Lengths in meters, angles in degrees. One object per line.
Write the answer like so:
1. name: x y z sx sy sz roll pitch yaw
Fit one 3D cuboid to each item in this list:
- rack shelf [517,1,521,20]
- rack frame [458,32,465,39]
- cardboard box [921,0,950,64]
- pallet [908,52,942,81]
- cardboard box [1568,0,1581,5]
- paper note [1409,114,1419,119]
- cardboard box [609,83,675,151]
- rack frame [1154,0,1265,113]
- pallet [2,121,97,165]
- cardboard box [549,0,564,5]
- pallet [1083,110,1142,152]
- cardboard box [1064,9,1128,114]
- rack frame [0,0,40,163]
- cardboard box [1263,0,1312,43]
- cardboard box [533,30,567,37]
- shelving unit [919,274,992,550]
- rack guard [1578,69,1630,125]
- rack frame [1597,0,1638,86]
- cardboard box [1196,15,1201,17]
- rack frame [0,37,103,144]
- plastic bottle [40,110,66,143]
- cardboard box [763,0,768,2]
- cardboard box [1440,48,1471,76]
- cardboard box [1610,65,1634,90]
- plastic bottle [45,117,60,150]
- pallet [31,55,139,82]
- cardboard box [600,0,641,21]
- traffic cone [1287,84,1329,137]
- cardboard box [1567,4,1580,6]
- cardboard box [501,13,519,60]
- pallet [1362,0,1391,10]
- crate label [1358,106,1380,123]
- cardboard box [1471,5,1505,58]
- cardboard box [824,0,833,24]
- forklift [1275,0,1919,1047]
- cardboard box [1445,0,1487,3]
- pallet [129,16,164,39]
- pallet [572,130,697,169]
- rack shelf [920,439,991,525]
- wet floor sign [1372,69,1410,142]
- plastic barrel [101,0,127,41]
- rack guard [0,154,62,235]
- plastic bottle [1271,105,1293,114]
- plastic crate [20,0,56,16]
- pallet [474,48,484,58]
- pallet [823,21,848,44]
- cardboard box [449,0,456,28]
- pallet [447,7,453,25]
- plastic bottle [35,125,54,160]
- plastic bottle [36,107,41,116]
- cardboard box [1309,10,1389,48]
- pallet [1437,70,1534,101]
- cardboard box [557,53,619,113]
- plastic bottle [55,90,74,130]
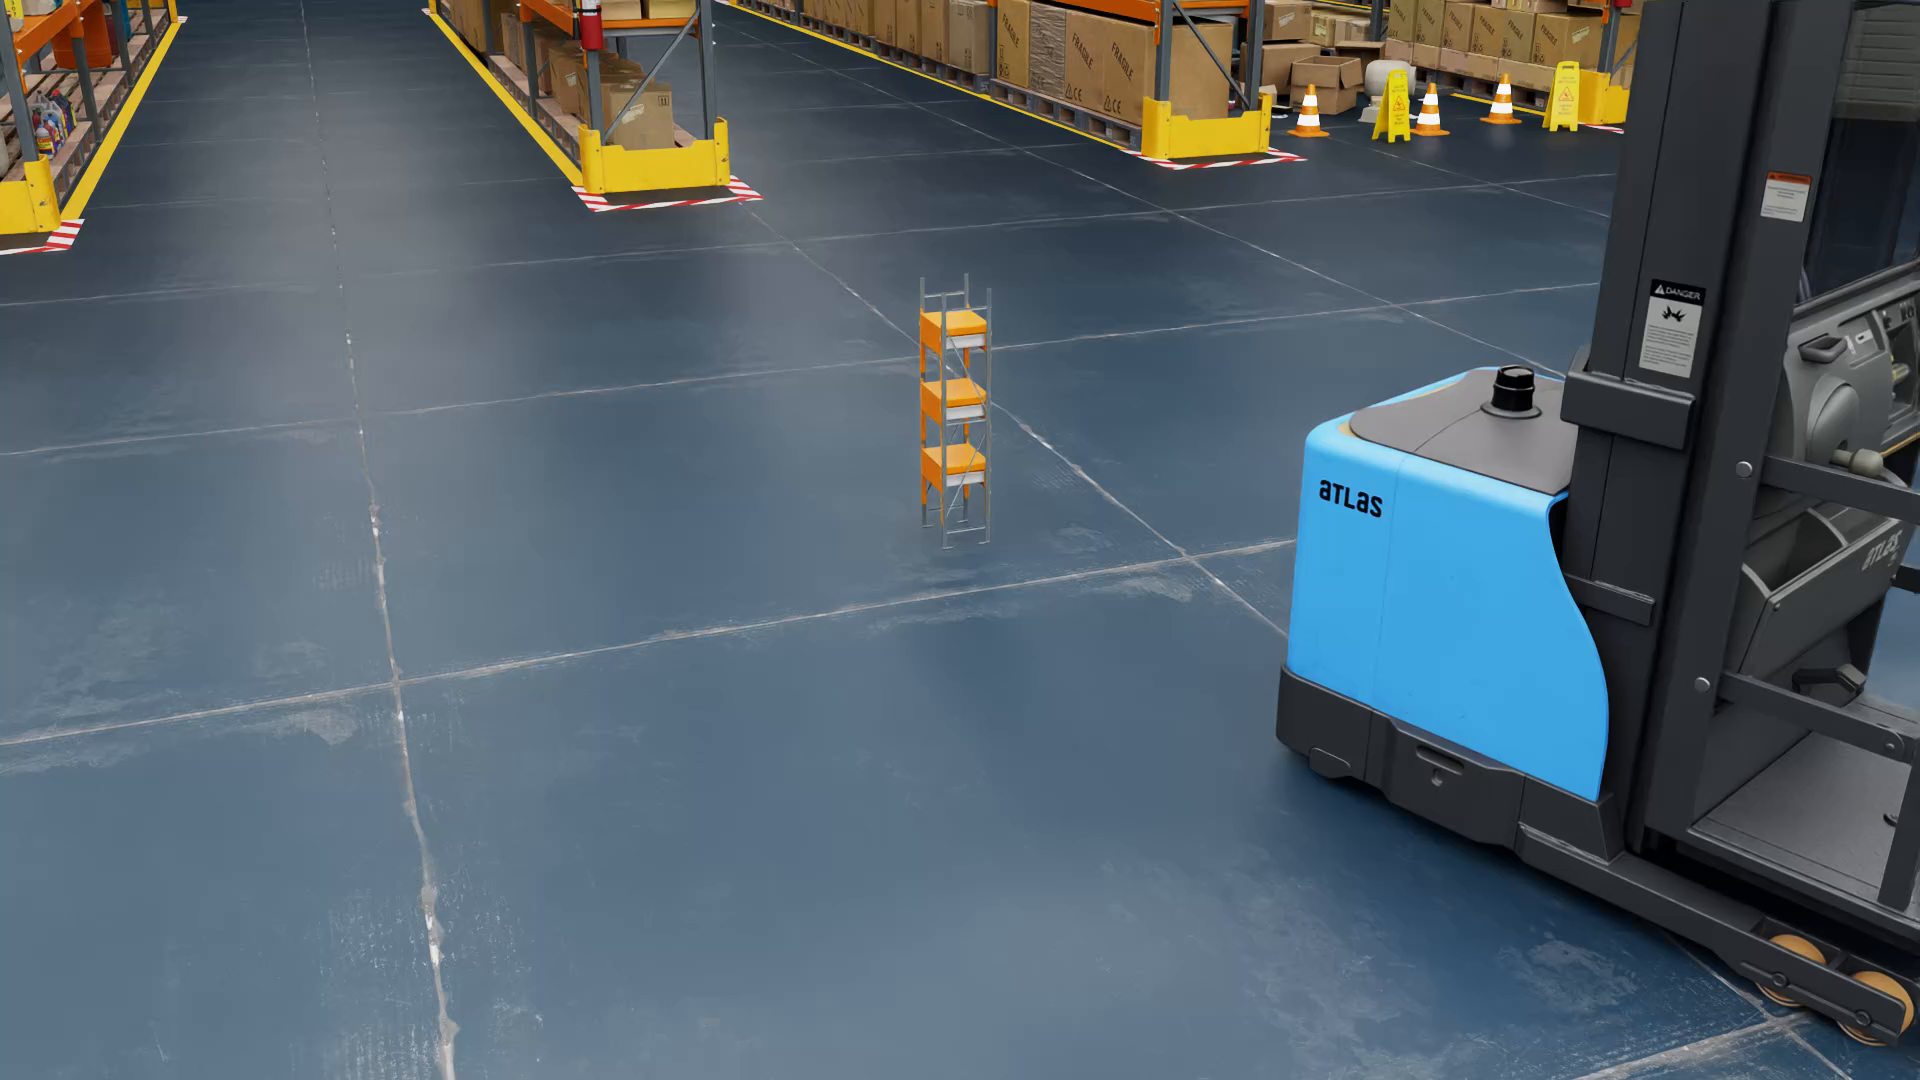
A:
1. rack shelf: -4.579 -6.115 18.323 1.077 0.370 4.000 -8 24 -19
2. rack frame: -6.698 -8.627 23.356 1.000 3.000 0.127 -8 24 -19
3. cardboard box: 0.163 -6.085 19.681 1.050 0.750 0.750 -8 24 -19
4. pallet: 0.026 -5.793 20.223 1.003 0.211 1.213 -8 24 -19
5. cardboard box: 9.074 -7.850 24.030 0.875 0.625 0.625 -8 24 -17
6. paper note: 4.616 -4.329 16.981 0.148 0.019 0.142 -18 29 -37
7. cardboard box: -2.664 -3.538 13.959 0.500 0.500 0.500 -4 23 -9
8. rack frame: 2.217 -4.911 14.539 1.000 3.000 0.127 -8 24 -19
9. pallet: -8.308 -3.506 14.796 1.003 0.211 1.213 -8 24 -19
10. cardboard box: -3.381 -4.757 14.497 0.380 0.149 0.250 -8 24 -19
11. pallet: 1.861 -3.905 15.744 1.003 0.211 1.213 -8 24 -19
12. cardboard box: 1.603 -4.682 16.191 0.875 0.875 0.875 -9 24 -20
13. rack frame: -7.093 -3.587 11.399 1.000 3.000 0.127 -8 24 -19
14. cardboard box: 3.744 -6.022 19.419 0.500 0.500 0.500 -8 24 -19
15. cardboard box: -4.220 -5.173 17.813 0.700 0.500 0.500 -8 24 -19
16. shelving unit: -0.019 -0.503 6.592 0.215 1.050 0.252 -8 24 -19
17. rack guard: 6.785 -4.502 16.788 1.175 0.500 0.348 -8 24 -19
18. rack frame: 6.812 -5.626 16.237 1.000 3.000 0.127 -8 24 -19
19. cardboard box: 3.819 -8.010 24.087 0.875 0.875 0.875 -9 24 -19
20. rack frame: -8.506 -5.041 14.847 1.000 3.000 0.127 -8 24 -19
21. plastic bottle: -7.773 -3.547 14.244 0.152 0.276 0.135 -8 24 -18
22. cardboard box: -2.991 -8.809 26.919 0.380 0.149 0.250 -8 24 -19
23. cardboard box: 5.744 -5.370 18.628 0.500 0.250 0.500 -9 24 -20
24. cardboard box: 6.786 -4.884 17.475 0.500 0.250 0.500 -9 24 -19
25. plastic bottle: -7.598 -3.395 13.889 0.097 0.271 0.097 0 23 0
26. pallet: -10.236 -5.490 19.503 1.003 0.211 1.213 -8 24 -19
27. cardboard box: -2.753 -4.226 13.238 0.380 0.149 0.250 -8 24 -19
28. traffic cone: 3.358 -4.129 15.951 0.336 0.463 0.334 -8 24 -19
29. cardboard box: 6.418 -5.611 18.234 0.500 0.500 0.500 -8 24 -18
30. cardboard box: -5.030 -5.984 19.737 0.700 0.500 0.500 -10 25 -22
31. pallet: 7.538 -9.094 28.054 1.003 0.211 1.213 -8 24 -19
32. crate label: 4.199 -4.288 16.747 0.298 0.136 0.250 18 29 36
33. cardboard box: 5.926 -5.527 18.036 0.500 0.500 0.500 -9 24 -20
34. cardboard box: -1.623 -7.627 23.661 0.500 0.500 0.500 -8 24 -18
35. forklift: 2.336 -0.384 3.887 1.130 2.935 3.031 -19 30 -38
36. cardboard box: 5.624 -6.062 18.469 0.380 0.149 0.250 -7 24 -16
37. pallet: -12.063 -7.368 23.960 1.003 0.211 1.213 -8 24 -19
38. pallet: -2.740 -3.309 14.330 1.003 0.211 1.213 -8 24 -19
39. rack shelf: -0.019 -0.237 6.704 0.215 0.259 0.240 -8 24 -19
40. wet floor sign: 4.079 -4.087 15.615 0.267 0.644 0.232 -13 26 -28
41. plastic barrel: -10.906 -6.717 20.985 0.600 0.901 0.708 -8 24 -19
42. rack guard: -7.164 -2.456 11.934 1.175 0.500 0.348 -8 24 -19
43. plastic bottle: 3.310 -4.478 17.297 0.133 0.061 0.283 -18 29 -37
44. plastic crate: -7.695 -4.364 13.581 0.530 0.136 0.437 -8 24 -19
45. pallet: -5.920 -6.628 22.204 1.003 0.211 1.213 -8 24 -19
46. pallet: -1.311 -7.259 23.701 1.003 0.211 1.213 -8 24 -19
47. cardboard box: -6.454 -7.612 23.142 1.225 0.875 0.875 -8 24 -19
48. pallet: -7.329 -8.073 25.632 1.003 0.211 1.213 -8 24 -19
49. plastic bottle: -7.442 -3.234 13.508 0.097 0.271 0.097 0 23 0
50. plastic bottle: -7.914 -3.587 14.328 0.061 0.283 0.133 -8 24 -19
51. cardboard box: 4.954 -6.513 21.184 0.950 0.372 0.625 -7 24 -16
52. pallet: 6.104 -5.112 18.606 1.003 0.211 1.213 -8 24 -19
53. cardboard box: -3.559 -4.404 16.014 0.500 0.500 0.500 -1 23 -2
54. plastic bottle: -8.009 -3.828 14.815 0.144 0.351 0.185 -9 24 -20
